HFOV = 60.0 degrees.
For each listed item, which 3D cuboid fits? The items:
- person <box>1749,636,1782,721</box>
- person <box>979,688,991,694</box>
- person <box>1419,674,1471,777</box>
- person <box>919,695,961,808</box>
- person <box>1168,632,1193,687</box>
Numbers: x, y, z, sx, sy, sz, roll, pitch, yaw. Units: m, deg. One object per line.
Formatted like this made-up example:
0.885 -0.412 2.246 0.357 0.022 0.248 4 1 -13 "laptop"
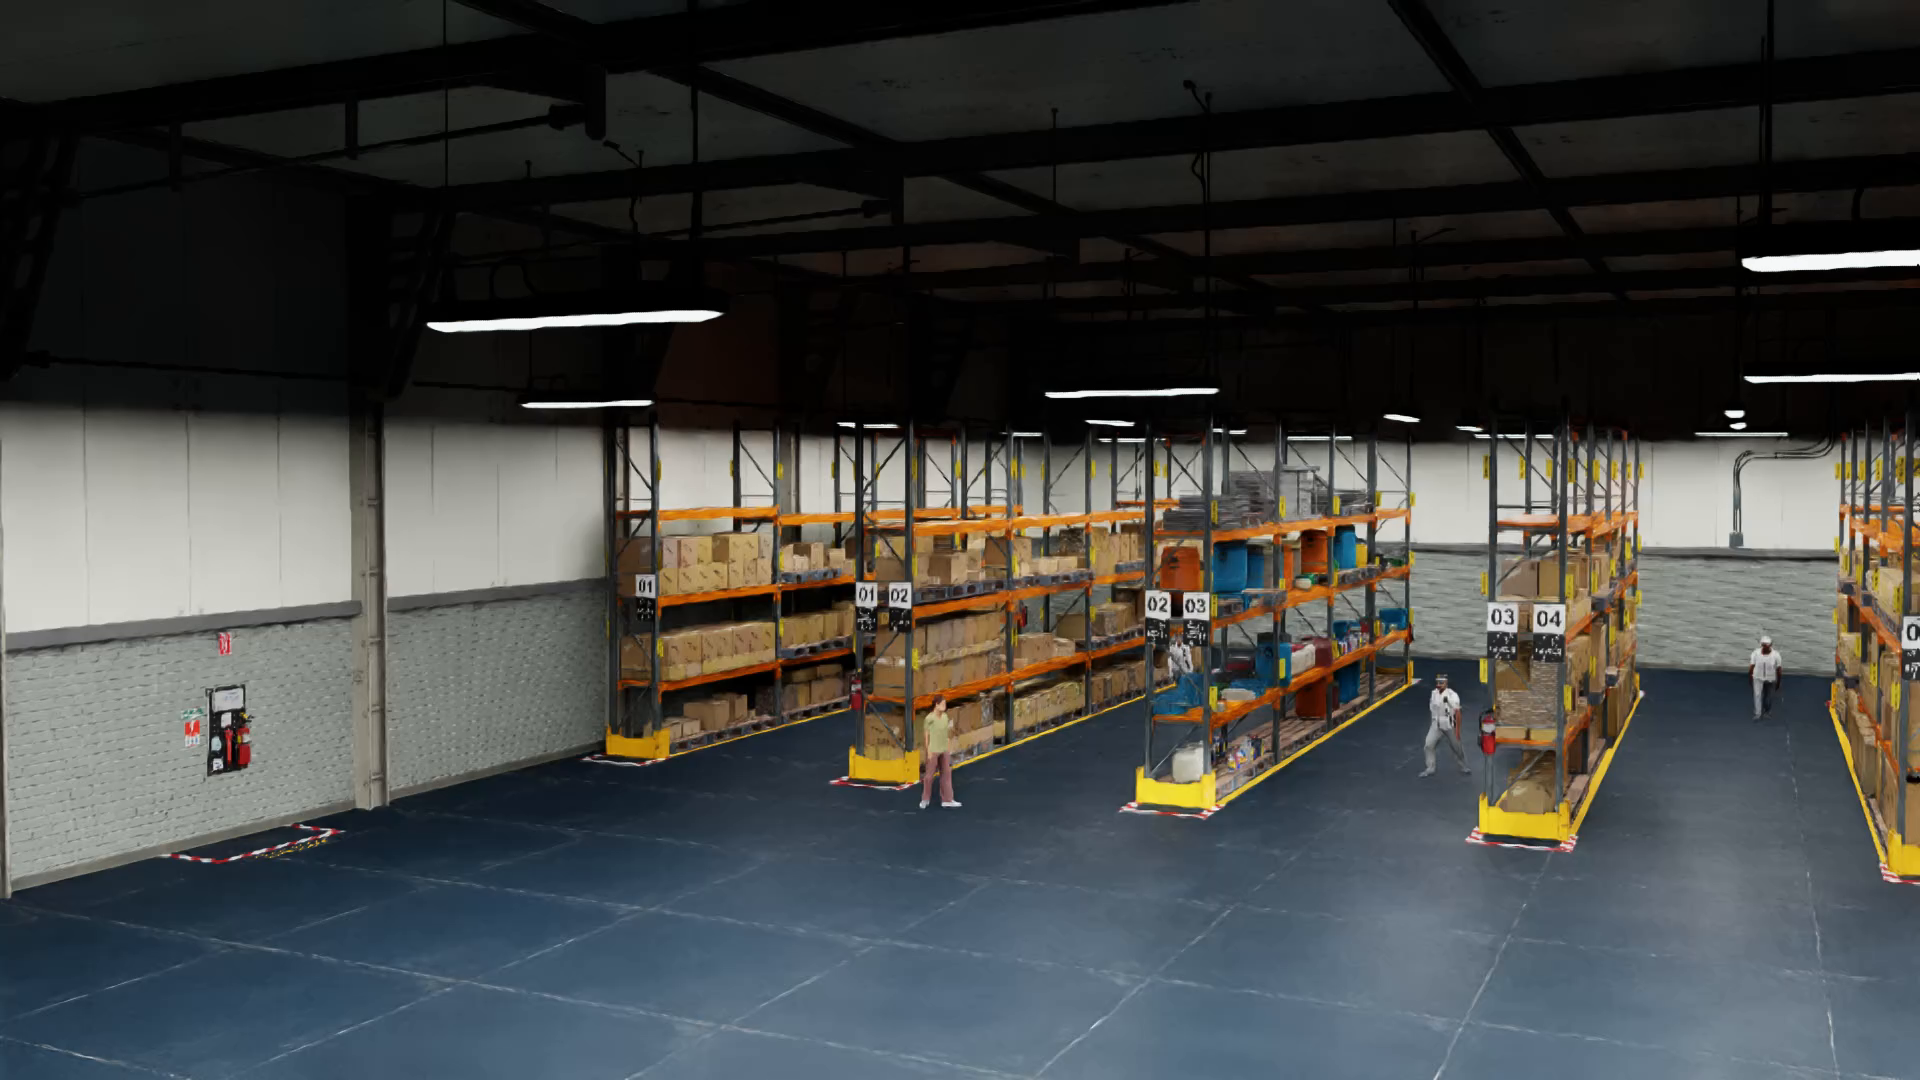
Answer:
16.076 2.746 33.180 0.577 1.687 1.115 1 3 23 "person"
0.443 2.689 36.217 0.447 1.546 1.088 1 3 28 "person"
7.925 3.009 27.097 0.977 1.697 0.585 -2 3 -44 "person"
-0.336 3.123 24.609 0.577 1.674 0.477 -2 3 -39 "person"
4.606 2.716 34.897 0.499 1.584 1.073 1 3 24 "person"
